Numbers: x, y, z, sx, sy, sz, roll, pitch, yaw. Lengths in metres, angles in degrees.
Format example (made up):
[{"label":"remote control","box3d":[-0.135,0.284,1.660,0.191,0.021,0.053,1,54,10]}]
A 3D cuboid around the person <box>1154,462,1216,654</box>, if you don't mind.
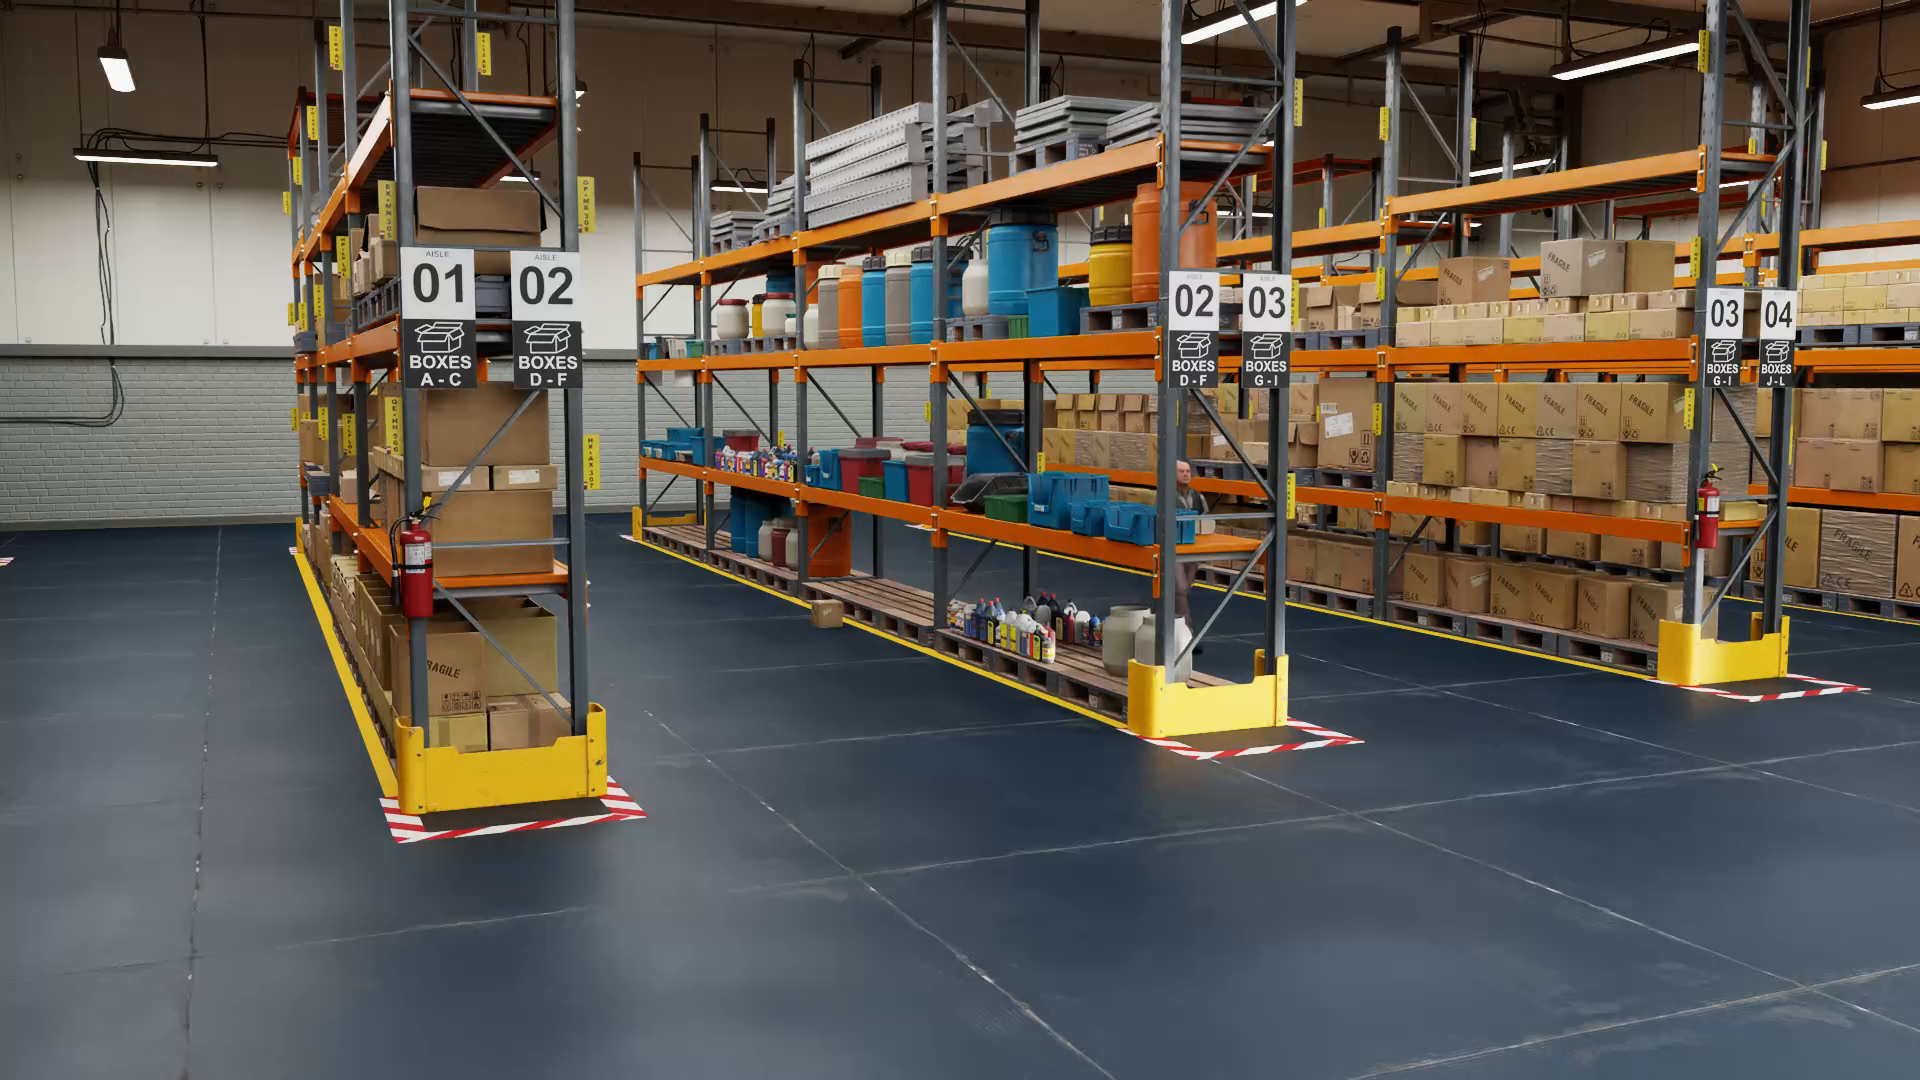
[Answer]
[{"label":"person","box3d":[2.090,0.132,15.365,0.539,1.703,0.920,-3,6,-27]}]
